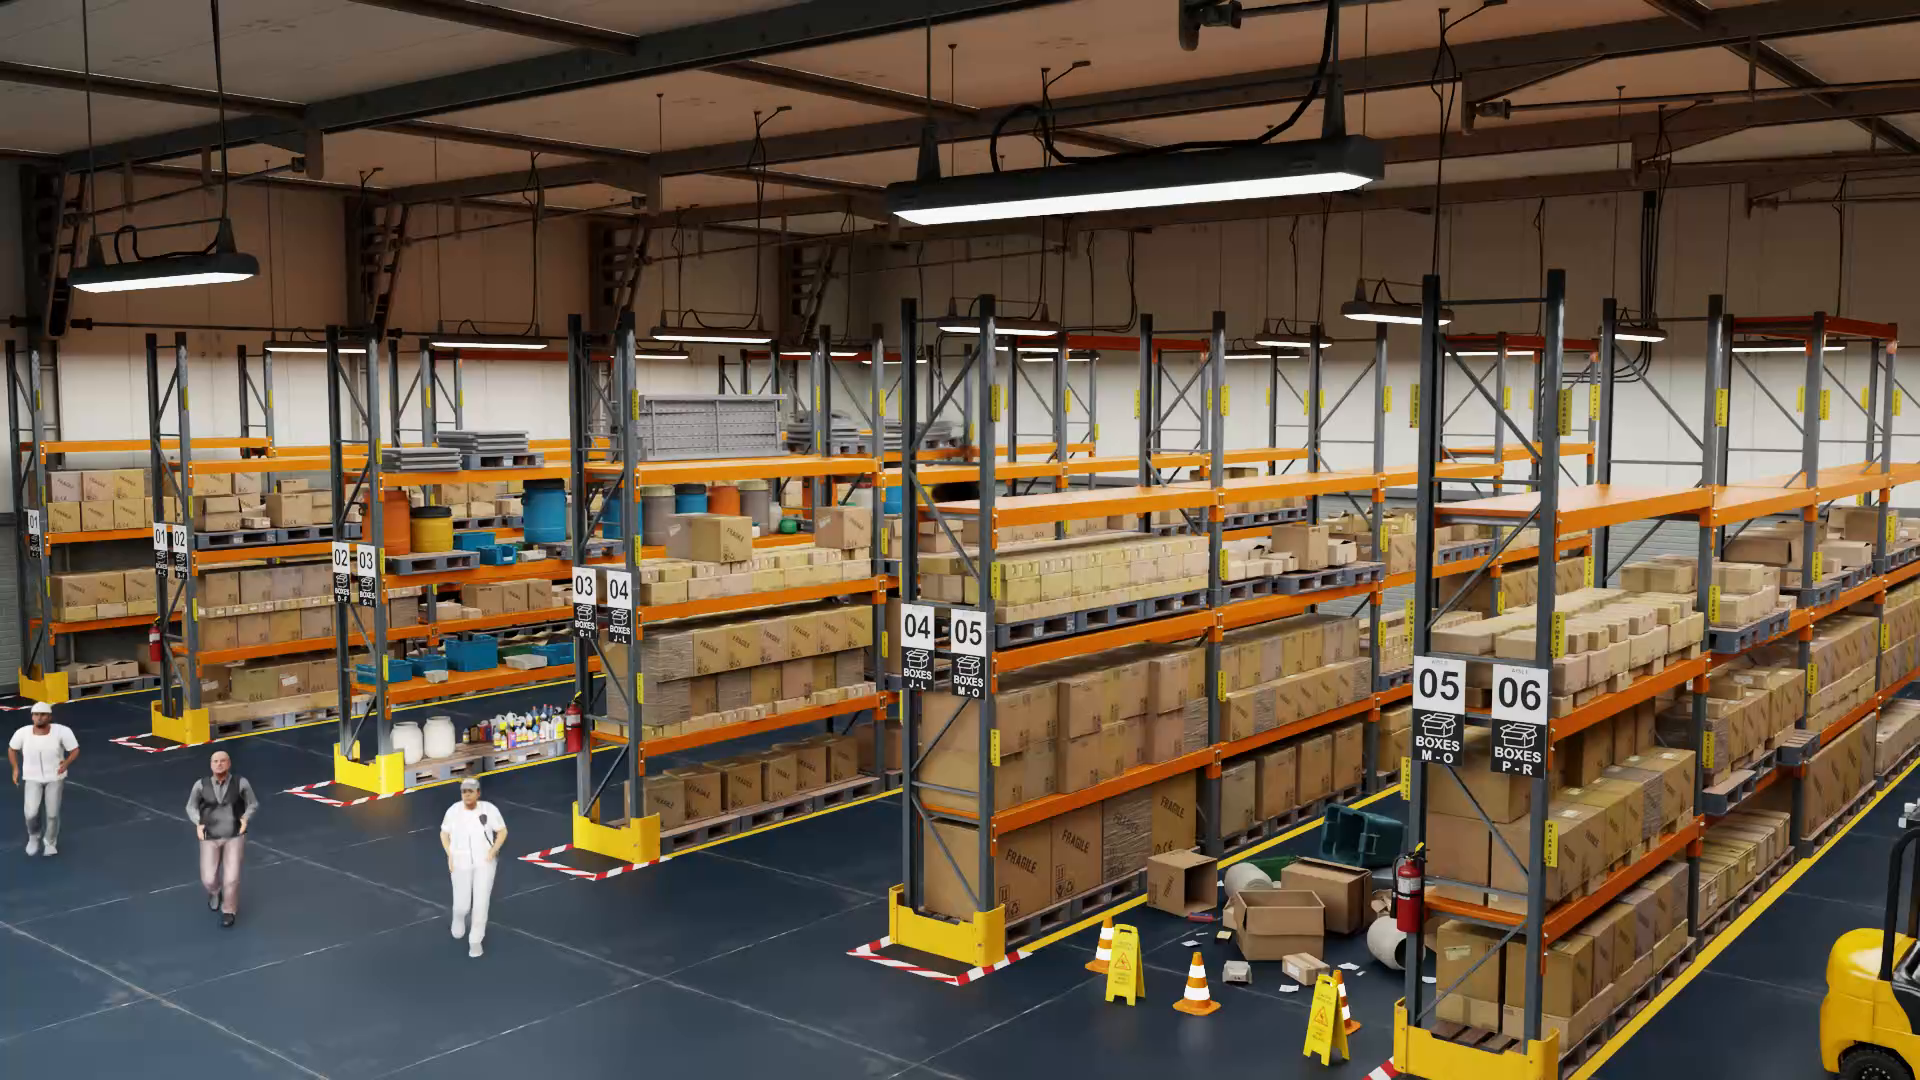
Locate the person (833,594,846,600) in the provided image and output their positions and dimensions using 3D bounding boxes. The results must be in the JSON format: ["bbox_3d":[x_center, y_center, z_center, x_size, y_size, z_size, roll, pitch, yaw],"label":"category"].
[{"bbox_3d":[-2.350,1.447,32.597,0.608,1.623,0.685,3,6,27],"label":"person"}]

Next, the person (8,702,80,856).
[{"bbox_3d":[-10.102,2.643,18.347,0.704,1.733,0.612,-2,6,-25],"label":"person"}]

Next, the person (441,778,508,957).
[{"bbox_3d":[-4.472,2.988,15.318,0.599,1.642,0.589,-1,5,-13],"label":"person"}]

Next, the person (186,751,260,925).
[{"bbox_3d":[-7.145,2.880,16.133,0.658,1.672,0.608,-2,5,-20],"label":"person"}]
